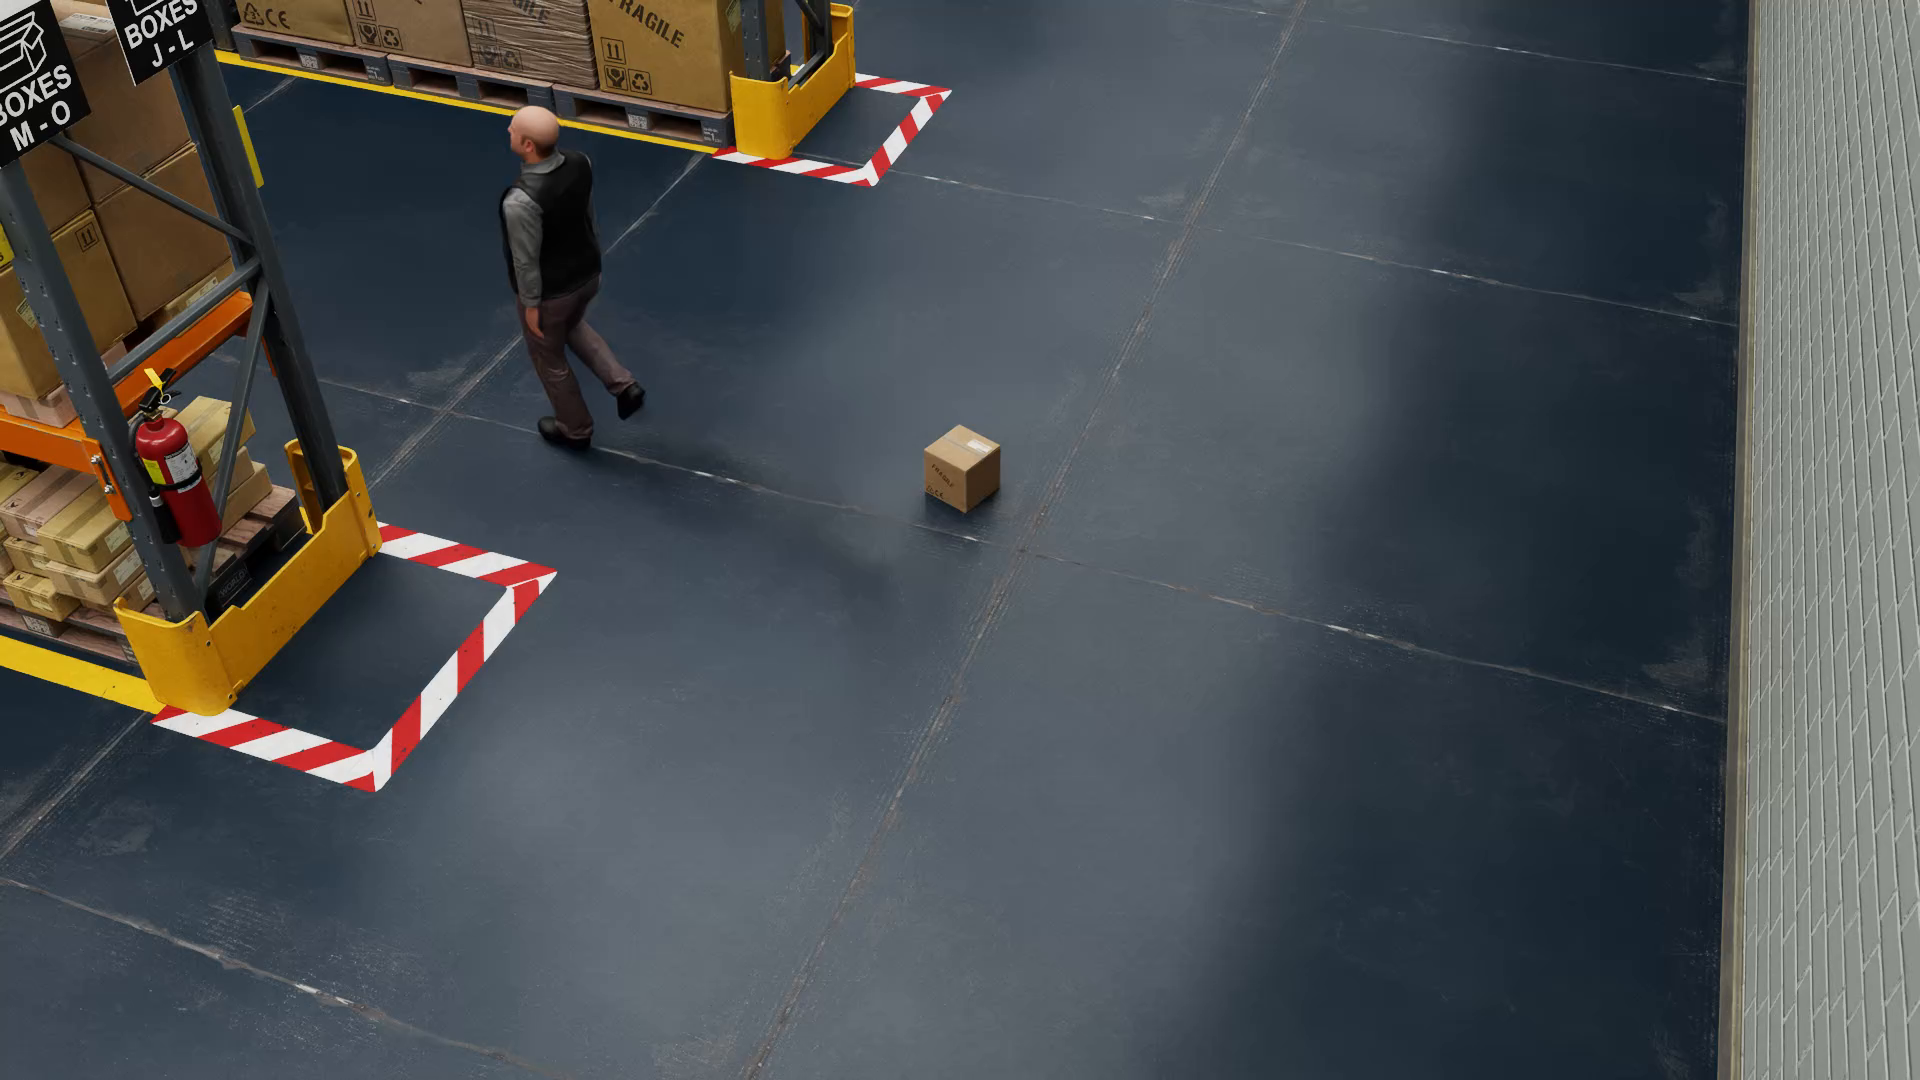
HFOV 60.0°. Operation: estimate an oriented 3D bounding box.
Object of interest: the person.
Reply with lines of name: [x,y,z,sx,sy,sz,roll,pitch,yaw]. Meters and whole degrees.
person: [-1.778,-1.144,7.443,0.519,1.712,0.537,20,45,21]
